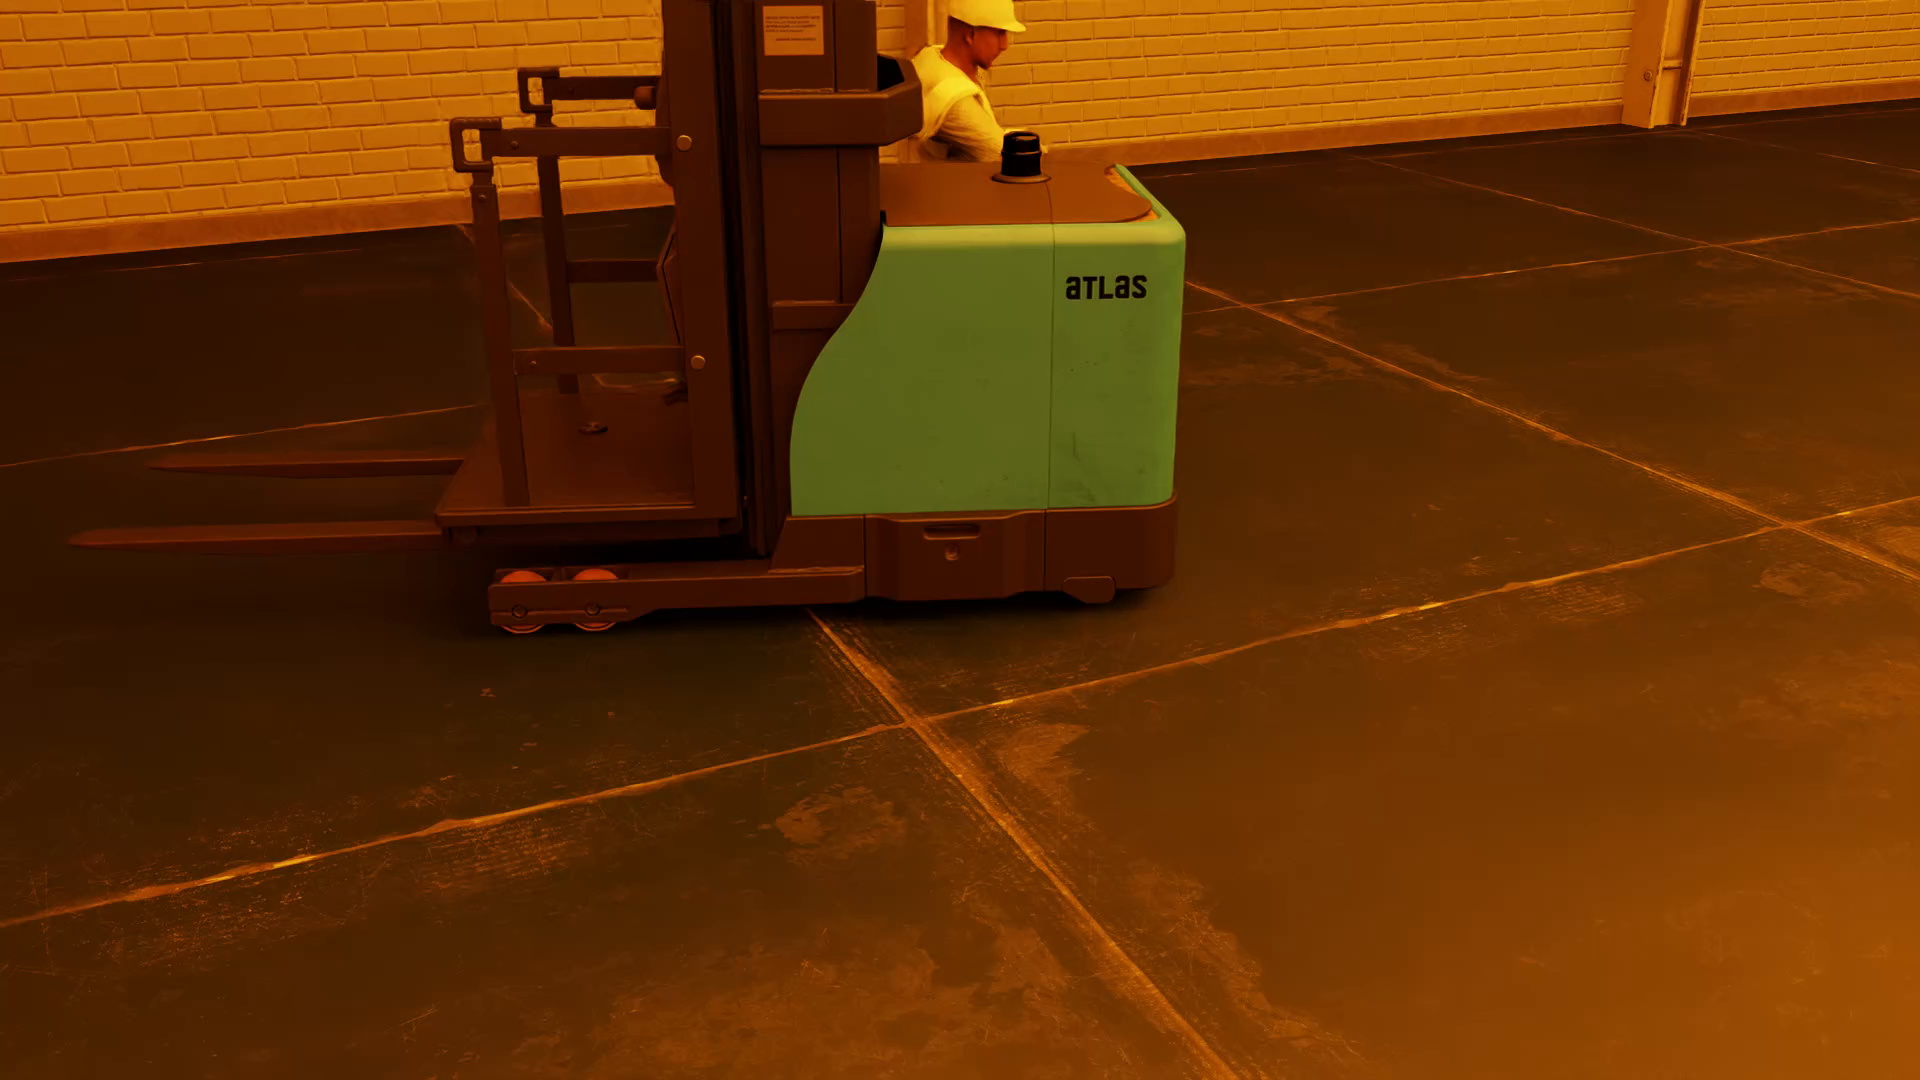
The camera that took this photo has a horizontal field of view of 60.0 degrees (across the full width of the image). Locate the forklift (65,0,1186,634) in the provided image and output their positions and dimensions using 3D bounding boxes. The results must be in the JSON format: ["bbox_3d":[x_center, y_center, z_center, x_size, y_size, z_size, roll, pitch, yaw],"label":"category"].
[{"bbox_3d":[-0.943,-1.311,4.442,3.031,2.935,1.130,-2,23,-4],"label":"forklift"}]

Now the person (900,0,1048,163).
[{"bbox_3d":[0.194,-1.164,5.856,0.796,1.576,0.921,-3,23,-7],"label":"person"}]
